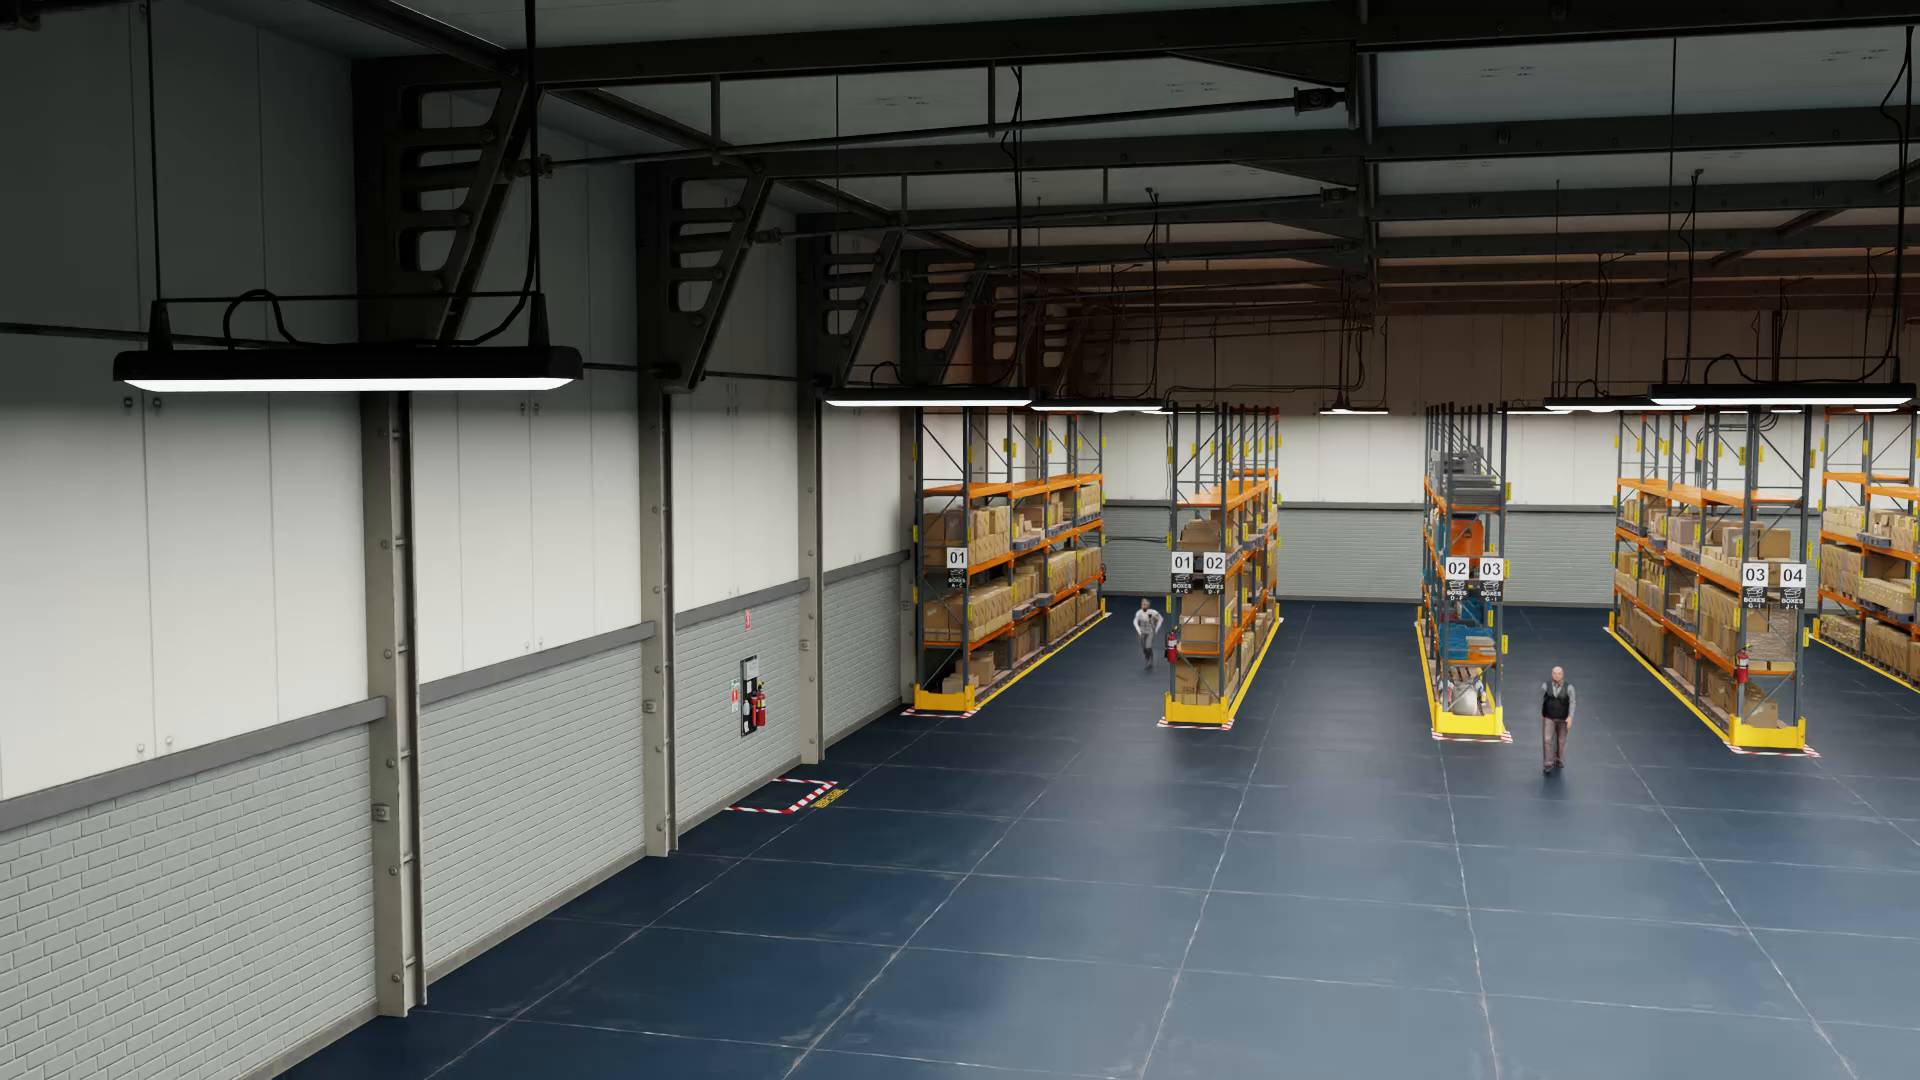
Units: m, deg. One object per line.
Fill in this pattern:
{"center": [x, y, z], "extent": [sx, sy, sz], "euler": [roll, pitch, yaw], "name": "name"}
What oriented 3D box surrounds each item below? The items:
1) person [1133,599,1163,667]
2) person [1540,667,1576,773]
{"center": [4.311, 2.116, 38.030], "extent": [0.652, 1.607, 0.698], "euler": [2, 5, 23], "name": "person"}
{"center": [9.619, 2.888, 26.779], "extent": [0.552, 1.676, 0.970], "euler": [2, 5, 21], "name": "person"}
